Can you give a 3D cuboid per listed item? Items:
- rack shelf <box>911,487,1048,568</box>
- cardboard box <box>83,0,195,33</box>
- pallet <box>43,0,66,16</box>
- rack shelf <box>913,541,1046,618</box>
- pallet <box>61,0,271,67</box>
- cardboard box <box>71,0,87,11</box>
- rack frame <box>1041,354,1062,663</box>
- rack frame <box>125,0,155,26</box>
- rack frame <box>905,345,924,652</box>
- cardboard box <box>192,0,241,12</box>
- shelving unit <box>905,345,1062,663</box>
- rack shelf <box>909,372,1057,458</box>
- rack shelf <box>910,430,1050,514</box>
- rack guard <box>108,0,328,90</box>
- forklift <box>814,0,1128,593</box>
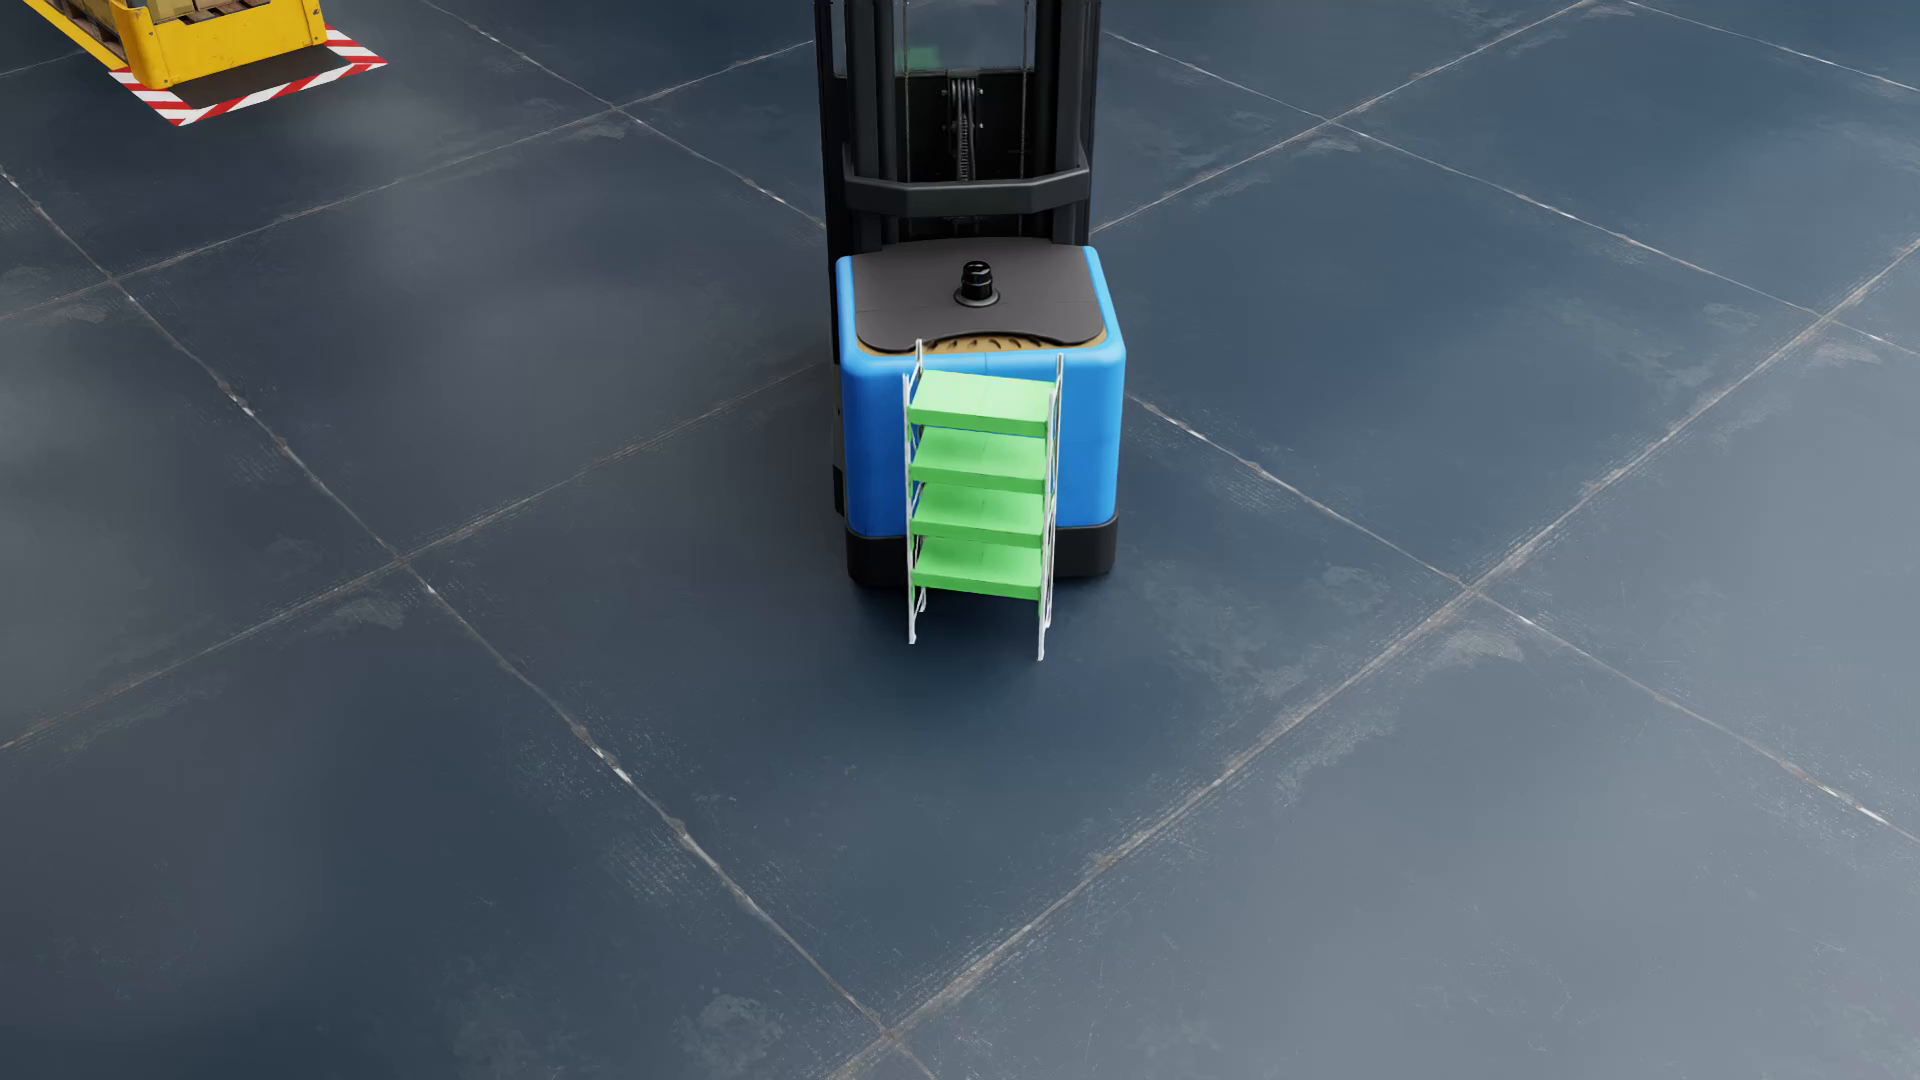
[{"bbox_3d":[0.082,-0.055,5.965,0.480,0.148,0.258,4,39,5],"label":"rack shelf"},{"bbox_3d":[-5.206,-3.454,10.494,0.500,0.250,0.500,-30,48,-32],"label":"cardboard box"},{"bbox_3d":[-5.994,-4.054,11.601,1.003,0.211,1.213,-30,48,-32],"label":"pallet"},{"bbox_3d":[0.082,0.132,6.116,0.480,0.148,0.258,4,39,5],"label":"rack shelf"},{"bbox_3d":[-5.173,-3.489,10.902,1.003,0.211,1.213,-30,48,-32],"label":"pallet"},{"bbox_3d":[-5.553,-3.681,10.774,0.500,0.250,0.500,-30,48,-32],"label":"cardboard box"},{"bbox_3d":[0.324,-0.086,5.901,0.015,1.200,0.240,4,39,5],"label":"rack frame"},{"bbox_3d":[-4.625,-4.238,9.610,1.000,3.000,0.127,-30,48,-32],"label":"rack frame"},{"bbox_3d":[-0.160,-0.123,5.948,0.015,1.200,0.240,4,39,5],"label":"rack frame"},{"bbox_3d":[-4.824,-3.675,10.767,0.500,0.250,0.500,-30,48,-32],"label":"cardboard box"},{"bbox_3d":[0.082,-0.105,5.925,0.503,1.200,0.258,4,39,5],"label":"shelving unit"},{"bbox_3d":[0.082,-0.428,5.663,0.480,0.148,0.258,4,39,5],"label":"rack shelf"},{"bbox_3d":[0.082,-0.242,5.814,0.480,0.148,0.258,4,39,5],"label":"rack shelf"},{"bbox_3d":[-4.609,-3.255,10.382,1.175,0.500,0.348,-30,48,-32],"label":"rack guard"},{"bbox_3d":[-0.028,-1.851,6.709,1.130,2.935,3.031,-3,39,-4],"label":"forklift"}]
